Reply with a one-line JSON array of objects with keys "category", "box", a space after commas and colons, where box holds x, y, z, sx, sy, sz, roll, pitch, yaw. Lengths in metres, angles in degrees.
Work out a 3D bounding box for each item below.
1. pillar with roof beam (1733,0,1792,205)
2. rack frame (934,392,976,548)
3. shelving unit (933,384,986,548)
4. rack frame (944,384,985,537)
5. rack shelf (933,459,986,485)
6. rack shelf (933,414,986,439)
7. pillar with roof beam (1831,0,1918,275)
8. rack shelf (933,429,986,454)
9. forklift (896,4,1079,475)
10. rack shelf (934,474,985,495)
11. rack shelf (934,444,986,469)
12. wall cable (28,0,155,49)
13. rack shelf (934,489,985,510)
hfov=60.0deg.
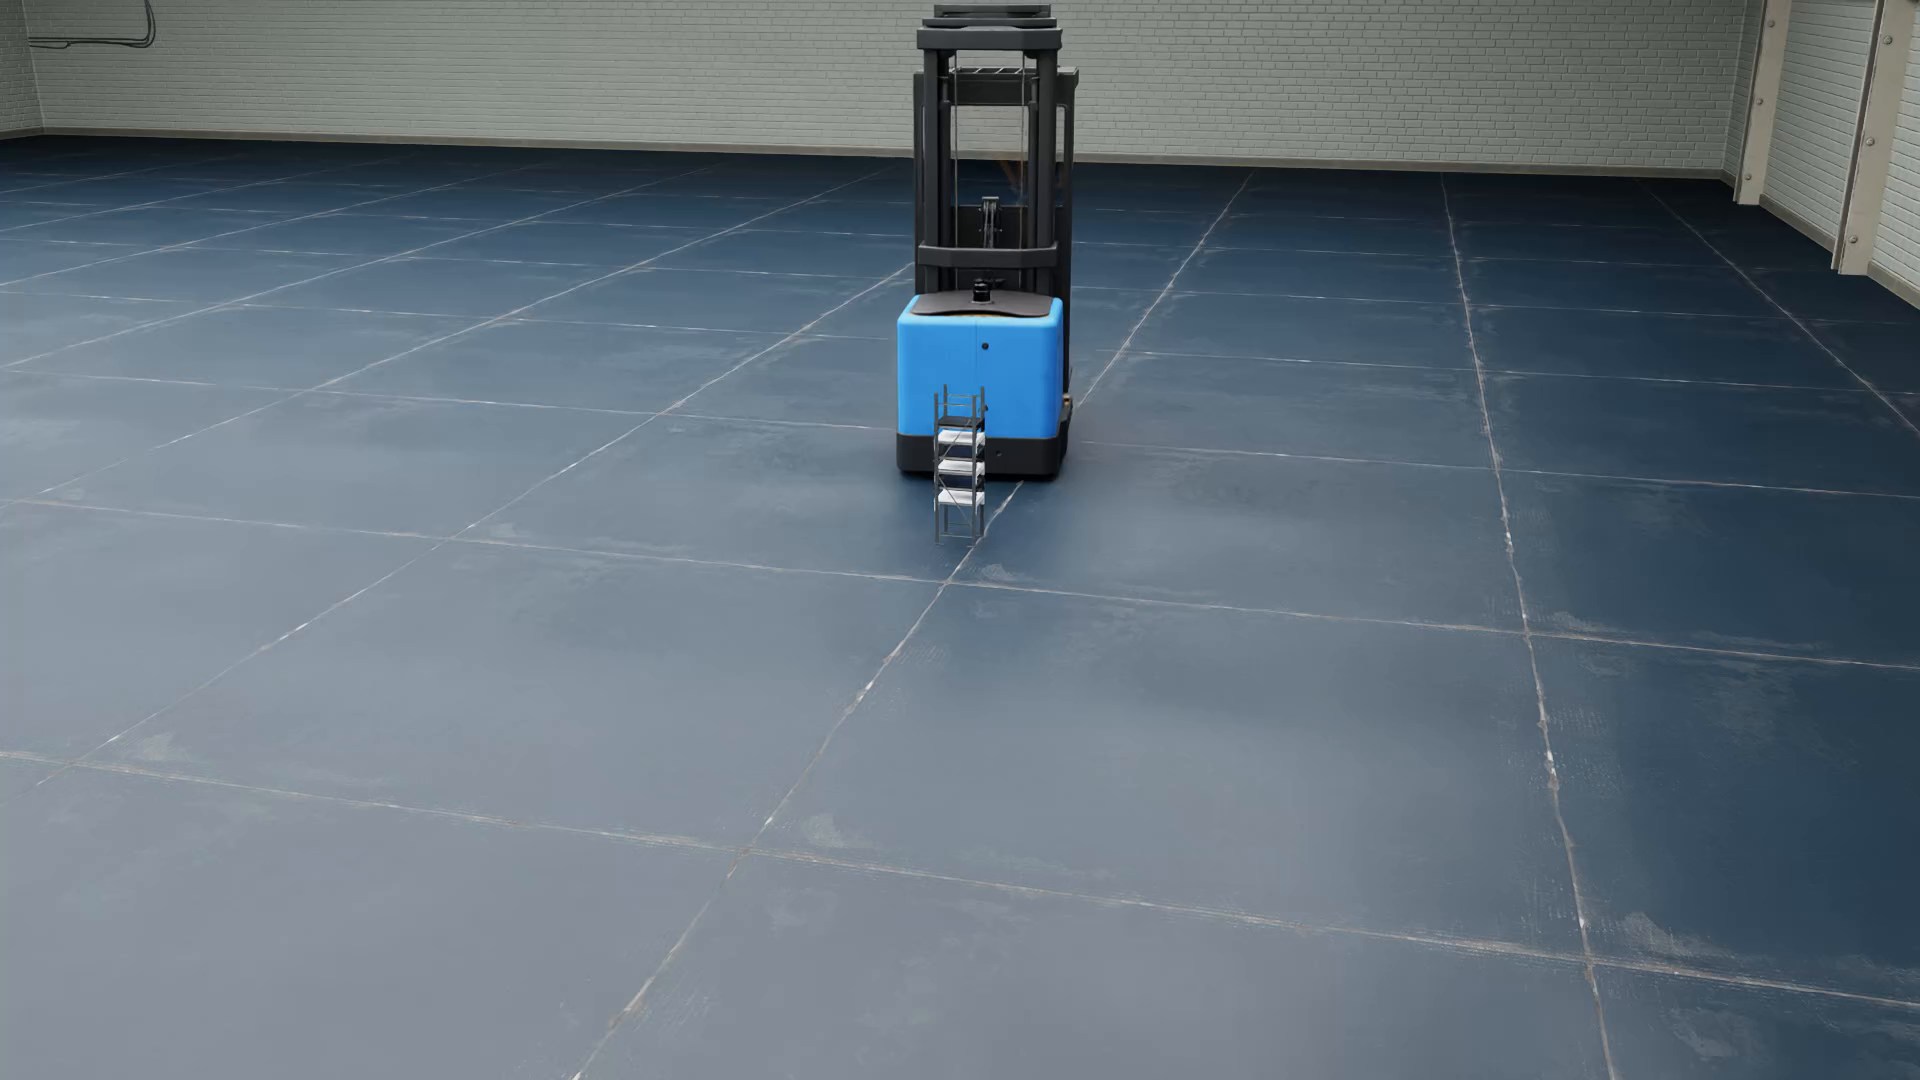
[{"category": "pillar with roof beam", "box": [7.118, -9.440, 23.403, 9.100, 9.000, 0.400, 5, 19, 13]}, {"category": "rack frame", "box": [-0.027, -0.391, 9.441, 0.240, 0.900, 0.006, 5, 19, 13]}, {"category": "shelving unit", "box": [-0.002, -0.423, 9.535, 0.258, 0.900, 0.210, 5, 19, 13]}, {"category": "rack frame", "box": [0.023, -0.455, 9.628, 0.240, 0.900, 0.006, 5, 19, 13]}, {"category": "rack shelf", "box": [-0.002, -0.392, 9.545, 0.258, 0.077, 0.200, 5, 19, 13]}, {"category": "rack shelf", "box": [-0.002, -0.647, 9.458, 0.258, 0.077, 0.200, 5, 19, 13]}, {"category": "pillar with roof beam", "box": [5.652, -7.559, 17.897, 9.100, 9.000, 0.400, 5, 19, 13]}, {"category": "rack shelf", "box": [-0.002, -0.562, 9.487, 0.258, 0.077, 0.200, 5, 19, 13]}, {"category": "forklift", "box": [0.254, -2.239, 11.707, 1.130, 2.935, 3.031, 2, 19, 6]}, {"category": "rack shelf", "box": [-0.002, -0.307, 9.575, 0.258, 0.077, 0.200, 5, 19, 13]}, {"category": "rack shelf", "box": [-0.002, -0.477, 9.516, 0.258, 0.077, 0.200, 5, 19, 13]}, {"category": "wall cable", "box": [-17.251, -10.937, 32.590, 3.097, 2.526, 0.112, 5, 19, 13]}, {"category": "rack shelf", "box": [-0.002, -0.221, 9.604, 0.258, 0.077, 0.200, 5, 19, 13]}]
